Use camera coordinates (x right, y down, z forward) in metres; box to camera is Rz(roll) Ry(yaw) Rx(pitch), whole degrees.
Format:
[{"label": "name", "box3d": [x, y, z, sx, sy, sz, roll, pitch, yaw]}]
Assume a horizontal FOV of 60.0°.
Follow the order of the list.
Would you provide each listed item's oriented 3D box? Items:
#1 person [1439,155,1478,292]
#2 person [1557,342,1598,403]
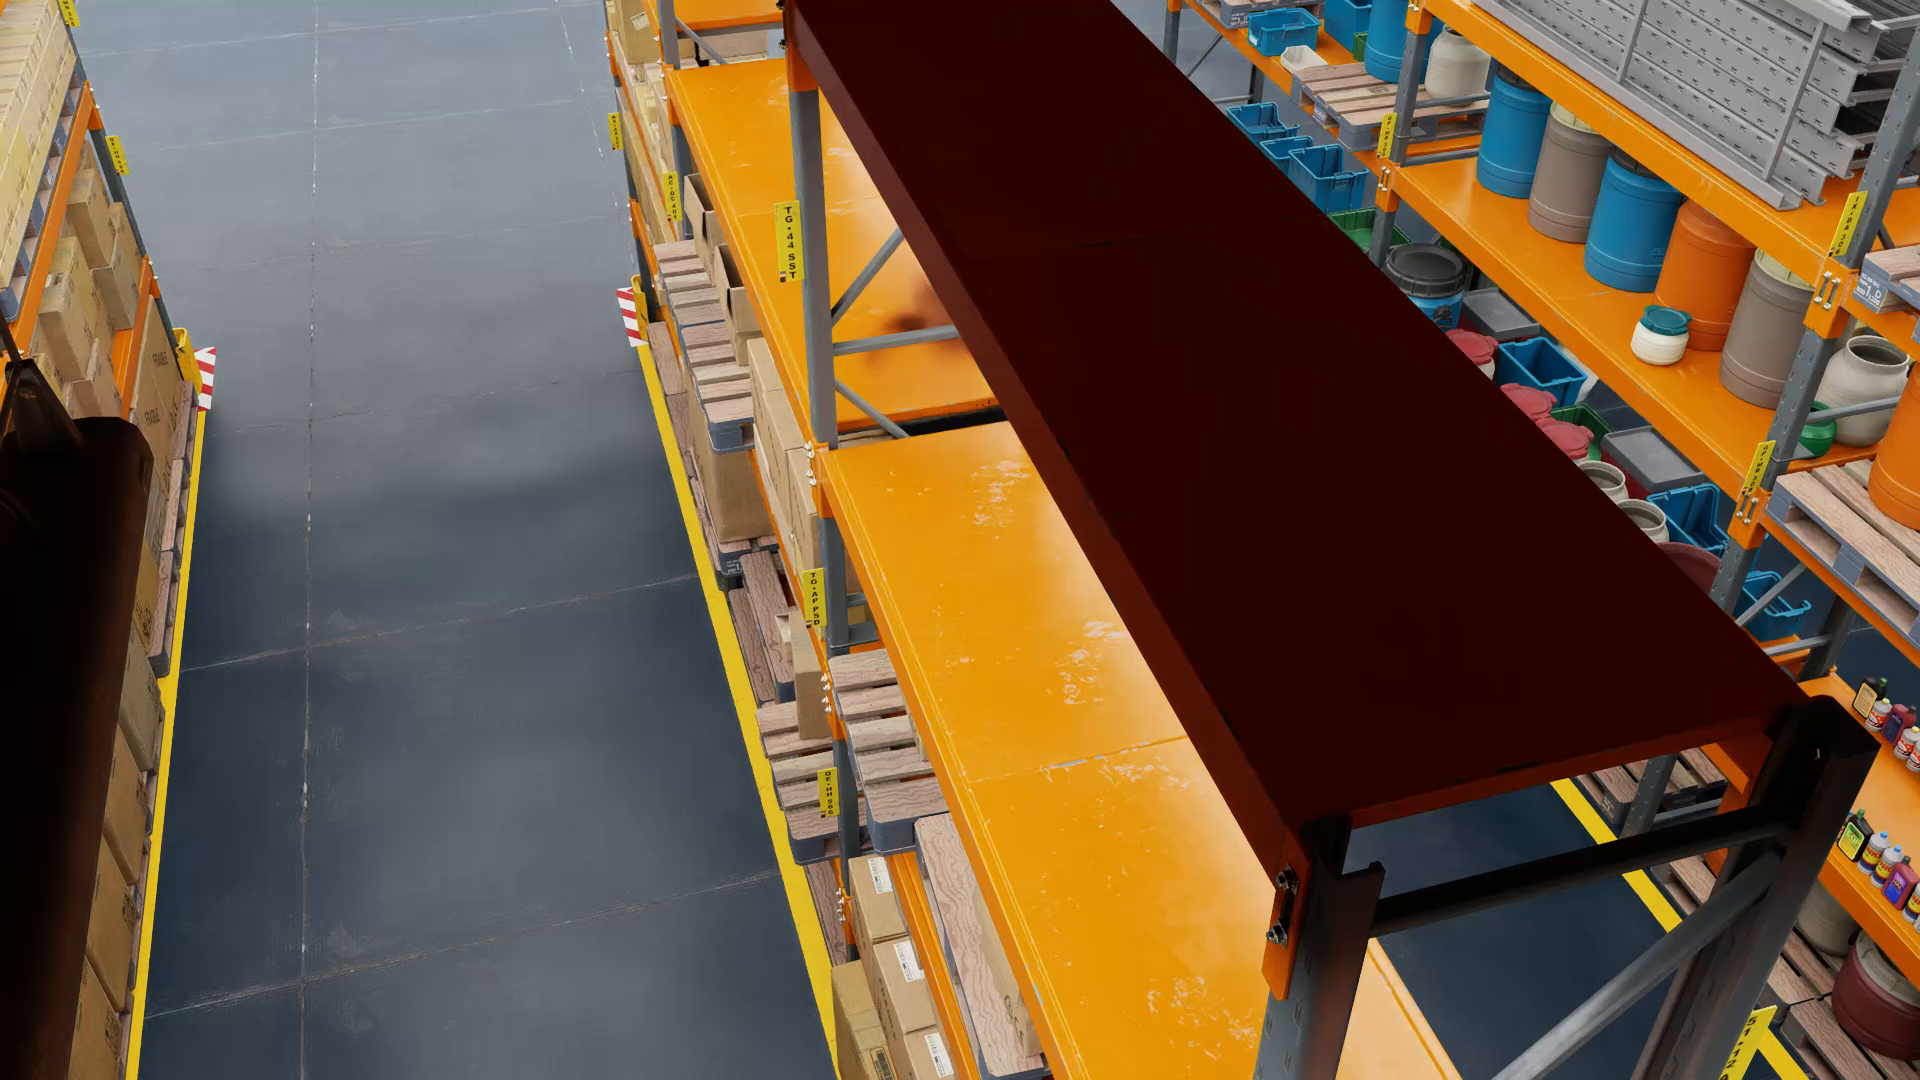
[{"label": "person", "box3d": [4.590, -2.945, 15.138, 0.652, 1.743, 0.589, -6, 39, -7]}, {"label": "person", "box3d": [4.841, -1.334, 13.112, 0.705, 1.727, 0.661, -14, 40, -17]}]
